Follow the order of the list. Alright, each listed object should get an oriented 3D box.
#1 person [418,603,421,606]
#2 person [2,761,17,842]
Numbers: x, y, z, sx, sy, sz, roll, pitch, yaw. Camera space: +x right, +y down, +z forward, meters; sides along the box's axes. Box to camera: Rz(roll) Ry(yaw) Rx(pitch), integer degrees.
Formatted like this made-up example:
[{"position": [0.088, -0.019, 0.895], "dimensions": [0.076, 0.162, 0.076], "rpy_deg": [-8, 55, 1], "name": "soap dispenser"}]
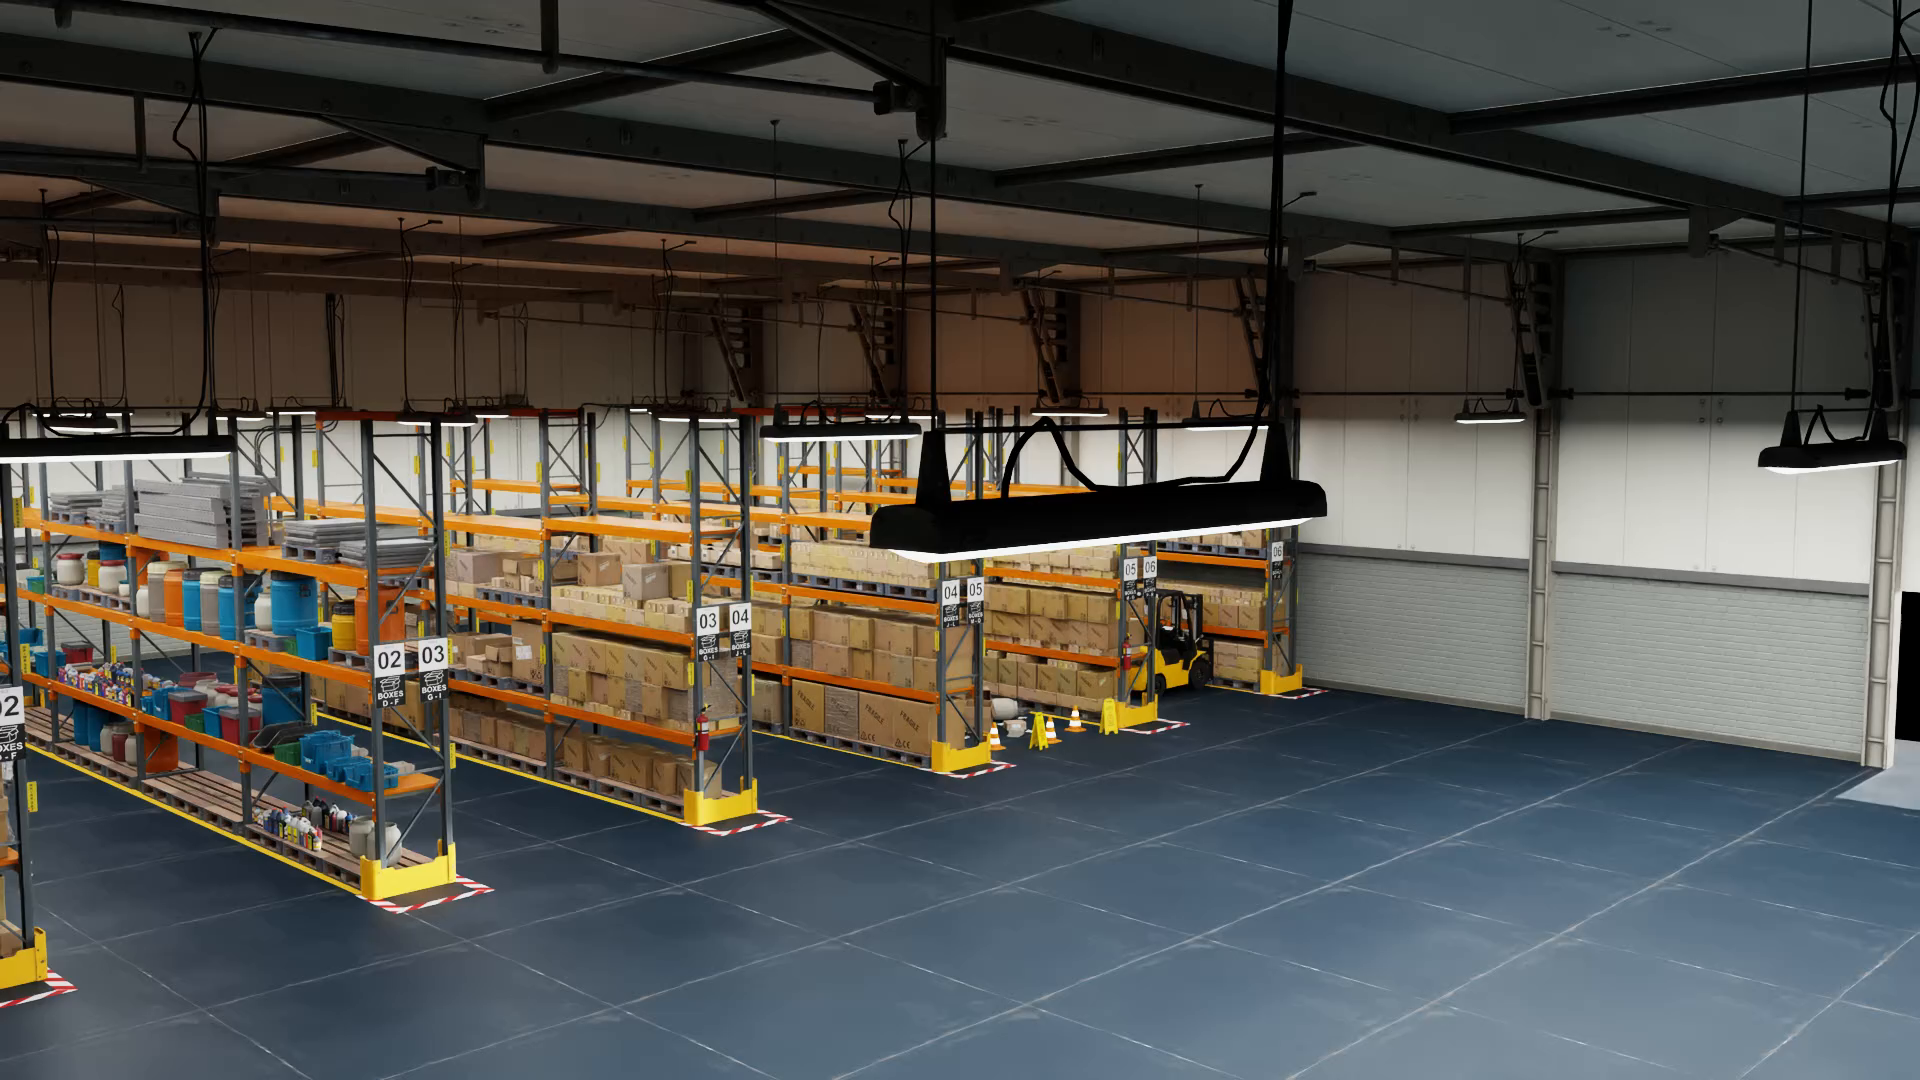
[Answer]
[{"position": [-12.039, 2.211, 37.138], "dimensions": [0.947, 1.643, 0.495], "rpy_deg": [-2, 5, -20], "name": "person"}, {"position": [-13.614, 3.404, 23.614], "dimensions": [1.041, 1.615, 0.597], "rpy_deg": [4, 6, 35], "name": "person"}]
